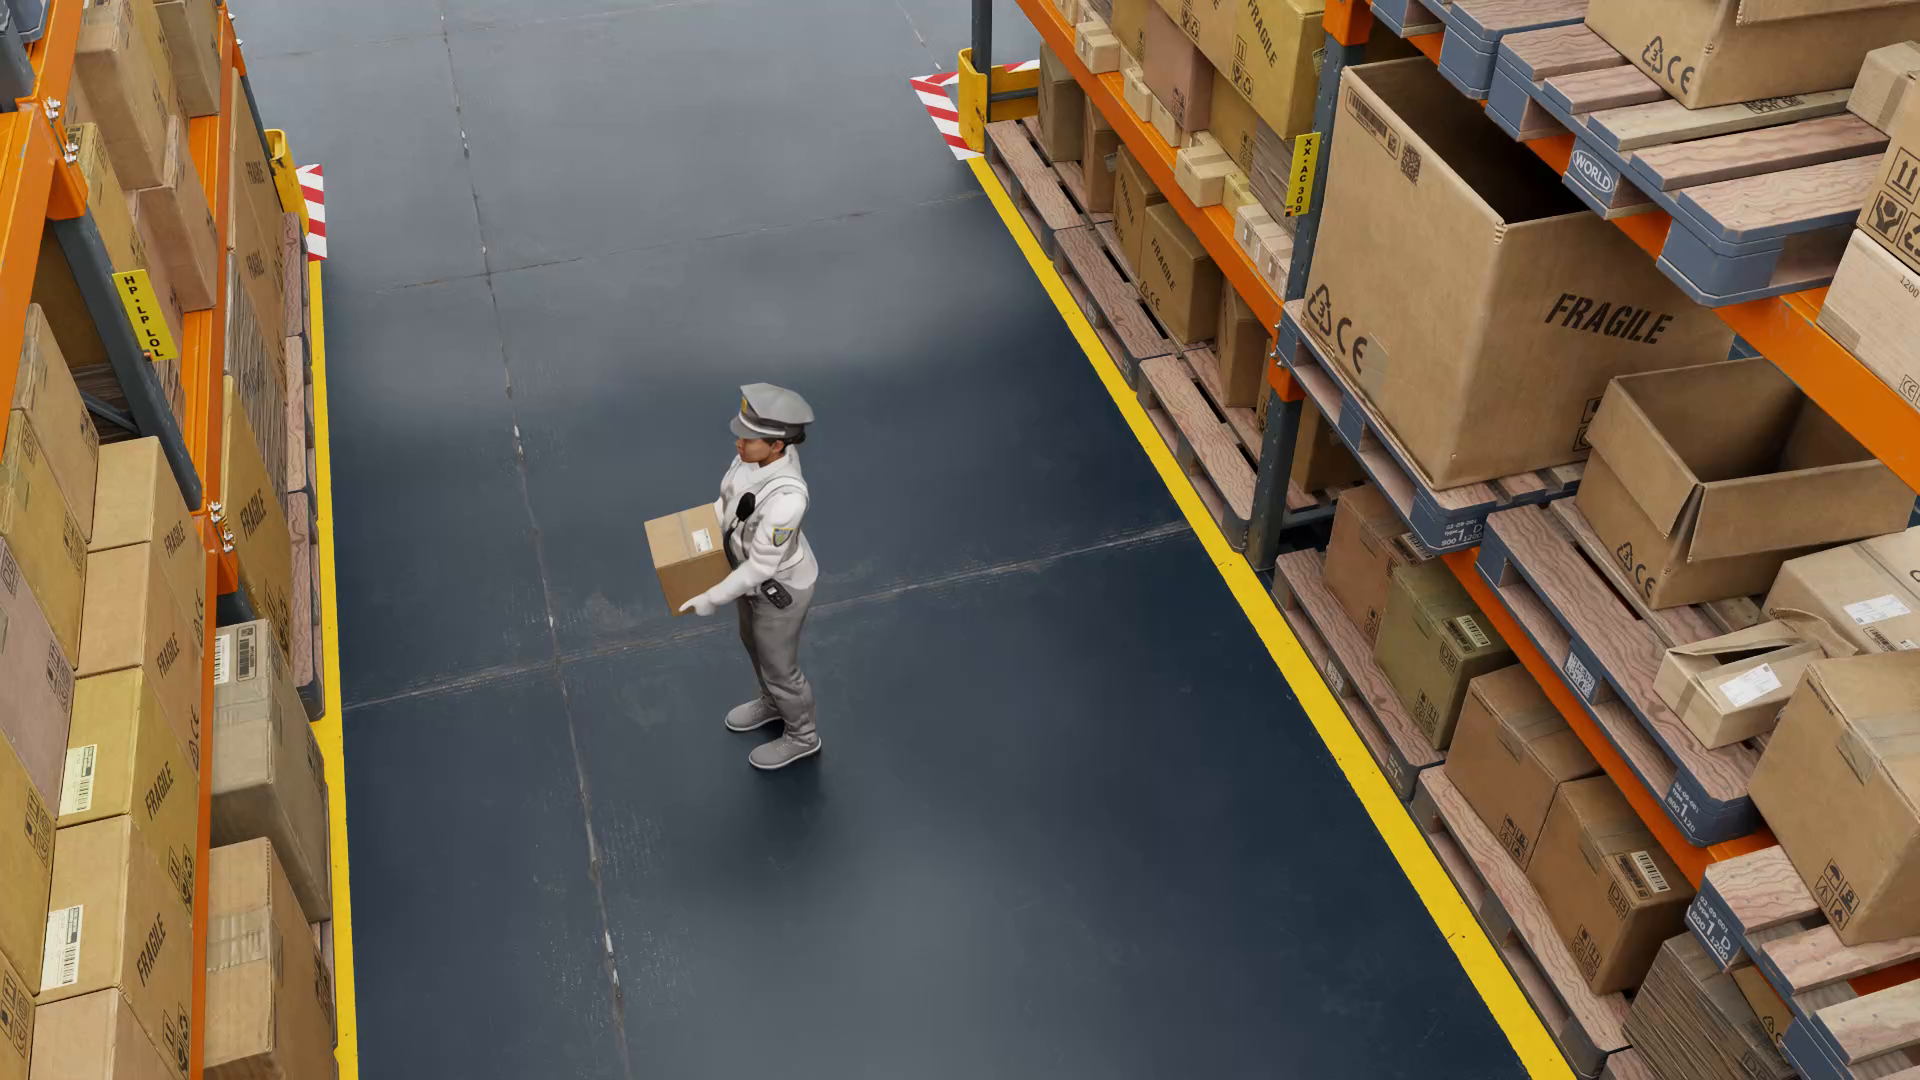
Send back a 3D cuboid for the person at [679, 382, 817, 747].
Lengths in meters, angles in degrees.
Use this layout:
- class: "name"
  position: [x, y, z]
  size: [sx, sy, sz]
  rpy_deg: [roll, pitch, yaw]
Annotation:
- class: "person"
  position: [-0.756, 0.127, 5.956]
  size: [0.543, 1.622, 0.361]
  rpy_deg: [-12, 44, -12]
